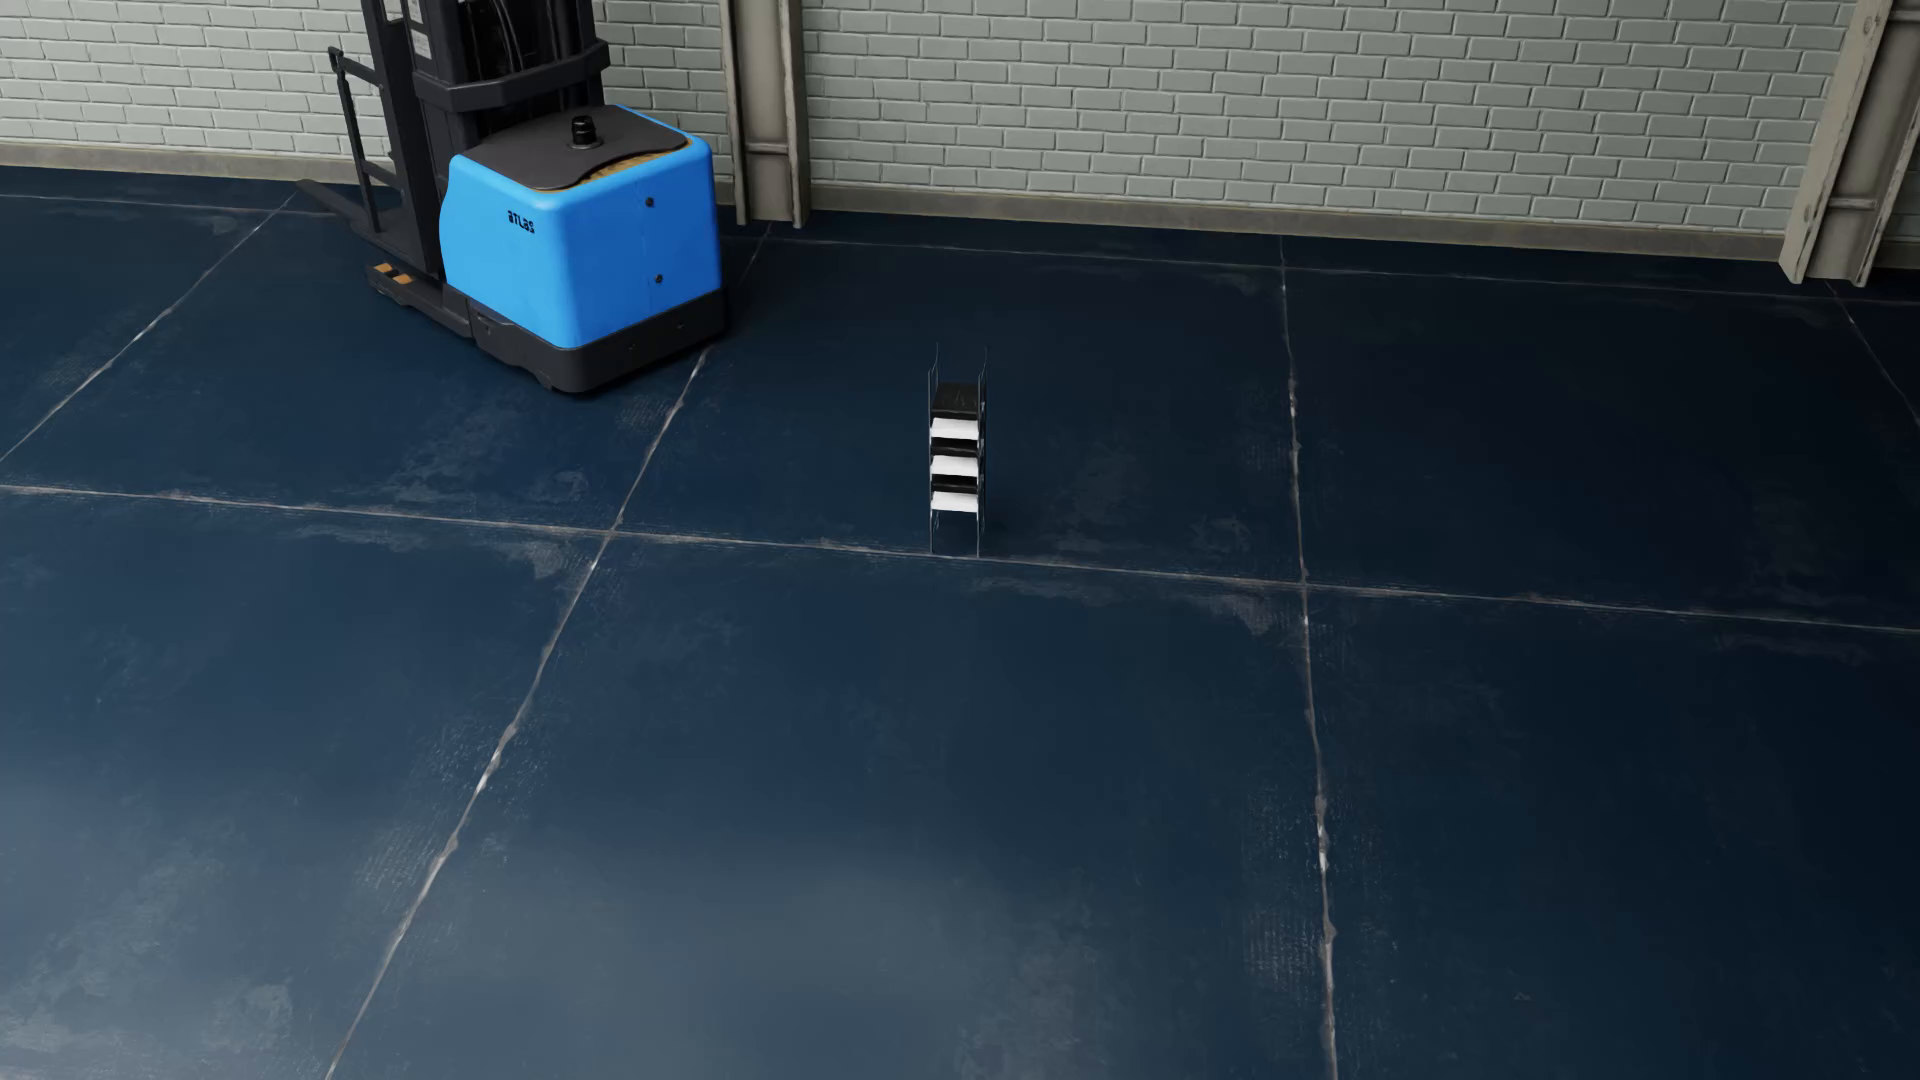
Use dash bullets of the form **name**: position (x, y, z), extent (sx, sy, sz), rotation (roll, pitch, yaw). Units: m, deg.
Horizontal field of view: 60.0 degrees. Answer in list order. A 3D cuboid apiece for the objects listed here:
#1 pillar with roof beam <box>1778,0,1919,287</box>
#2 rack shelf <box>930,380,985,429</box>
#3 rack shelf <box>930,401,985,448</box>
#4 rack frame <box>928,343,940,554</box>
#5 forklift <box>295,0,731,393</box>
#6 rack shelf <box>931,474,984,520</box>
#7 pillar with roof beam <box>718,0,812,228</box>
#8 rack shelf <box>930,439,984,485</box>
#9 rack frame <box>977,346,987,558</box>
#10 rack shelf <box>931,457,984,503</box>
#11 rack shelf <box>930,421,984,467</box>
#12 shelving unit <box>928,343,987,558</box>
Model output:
- **pillar with roof beam**: position (4.294, -2.685, 3.265), extent (0.400, 9.000, 9.100), rotation (4, 36, 6)
- **rack shelf**: position (-0.008, -0.560, 6.852), extent (0.200, 0.077, 0.258), rotation (4, 36, 6)
- **rack shelf**: position (-0.008, -0.486, 6.904), extent (0.200, 0.077, 0.258), rotation (4, 36, 6)
- **rack frame**: position (-0.109, -0.374, 7.000), extent (0.006, 0.900, 0.240), rotation (4, 36, 6)
- **forklift**: position (-2.611, -2.658, 8.452), extent (3.031, 2.935, 1.130), rotation (29, 45, 34)
- **rack shelf**: position (-0.008, -0.193, 7.113), extent (0.200, 0.077, 0.258), rotation (4, 36, 6)
- **pillar with roof beam**: position (-1.657, -3.129, 3.887), extent (0.400, 9.000, 9.100), rotation (4, 36, 6)
- **rack shelf**: position (-0.008, -0.340, 7.009), extent (0.200, 0.077, 0.258), rotation (4, 36, 6)
- **rack frame**: position (0.093, -0.359, 6.979), extent (0.006, 0.900, 0.240), rotation (4, 36, 6)
- **rack shelf**: position (-0.008, -0.266, 7.061), extent (0.200, 0.077, 0.258), rotation (4, 36, 6)
- **rack shelf**: position (-0.008, -0.413, 6.956), extent (0.200, 0.077, 0.258), rotation (4, 36, 6)
- **shelving unit**: position (-0.008, -0.367, 6.989), extent (0.210, 0.900, 0.258), rotation (4, 36, 6)
